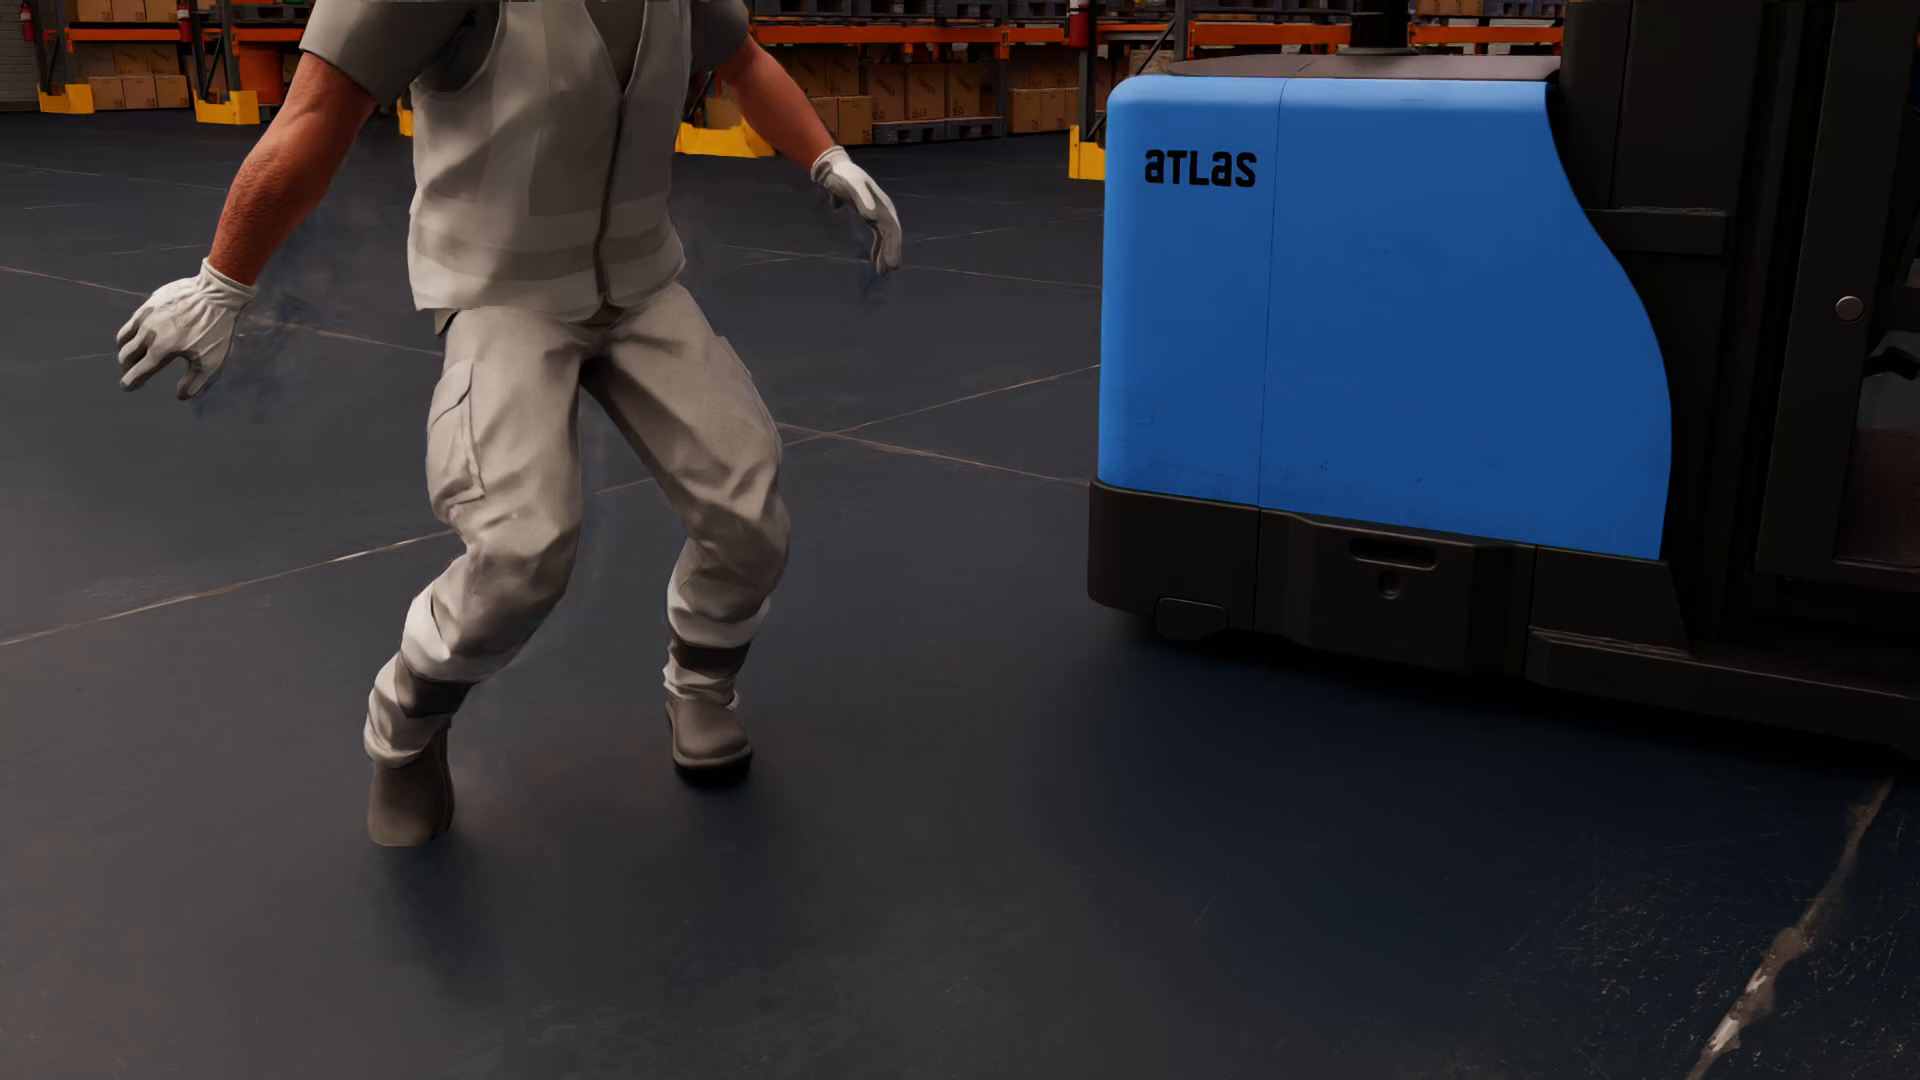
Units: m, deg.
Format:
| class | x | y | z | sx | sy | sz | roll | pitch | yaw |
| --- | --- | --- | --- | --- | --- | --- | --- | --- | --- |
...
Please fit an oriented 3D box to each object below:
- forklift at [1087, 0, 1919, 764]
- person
| class | x | y | z | sx | sy | sz | roll | pitch | yaw |
| --- | --- | --- | --- | --- | --- | --- | --- | --- | --- |
| forklift | 1.800 | -1.138 | 2.644 | 3.031 | 2.935 | 1.130 | 9 | 19 | 27 |
| person | -0.587 | -0.315 | 2.338 | 1.027 | 1.655 | 0.502 | -16 | 23 | -42 |
